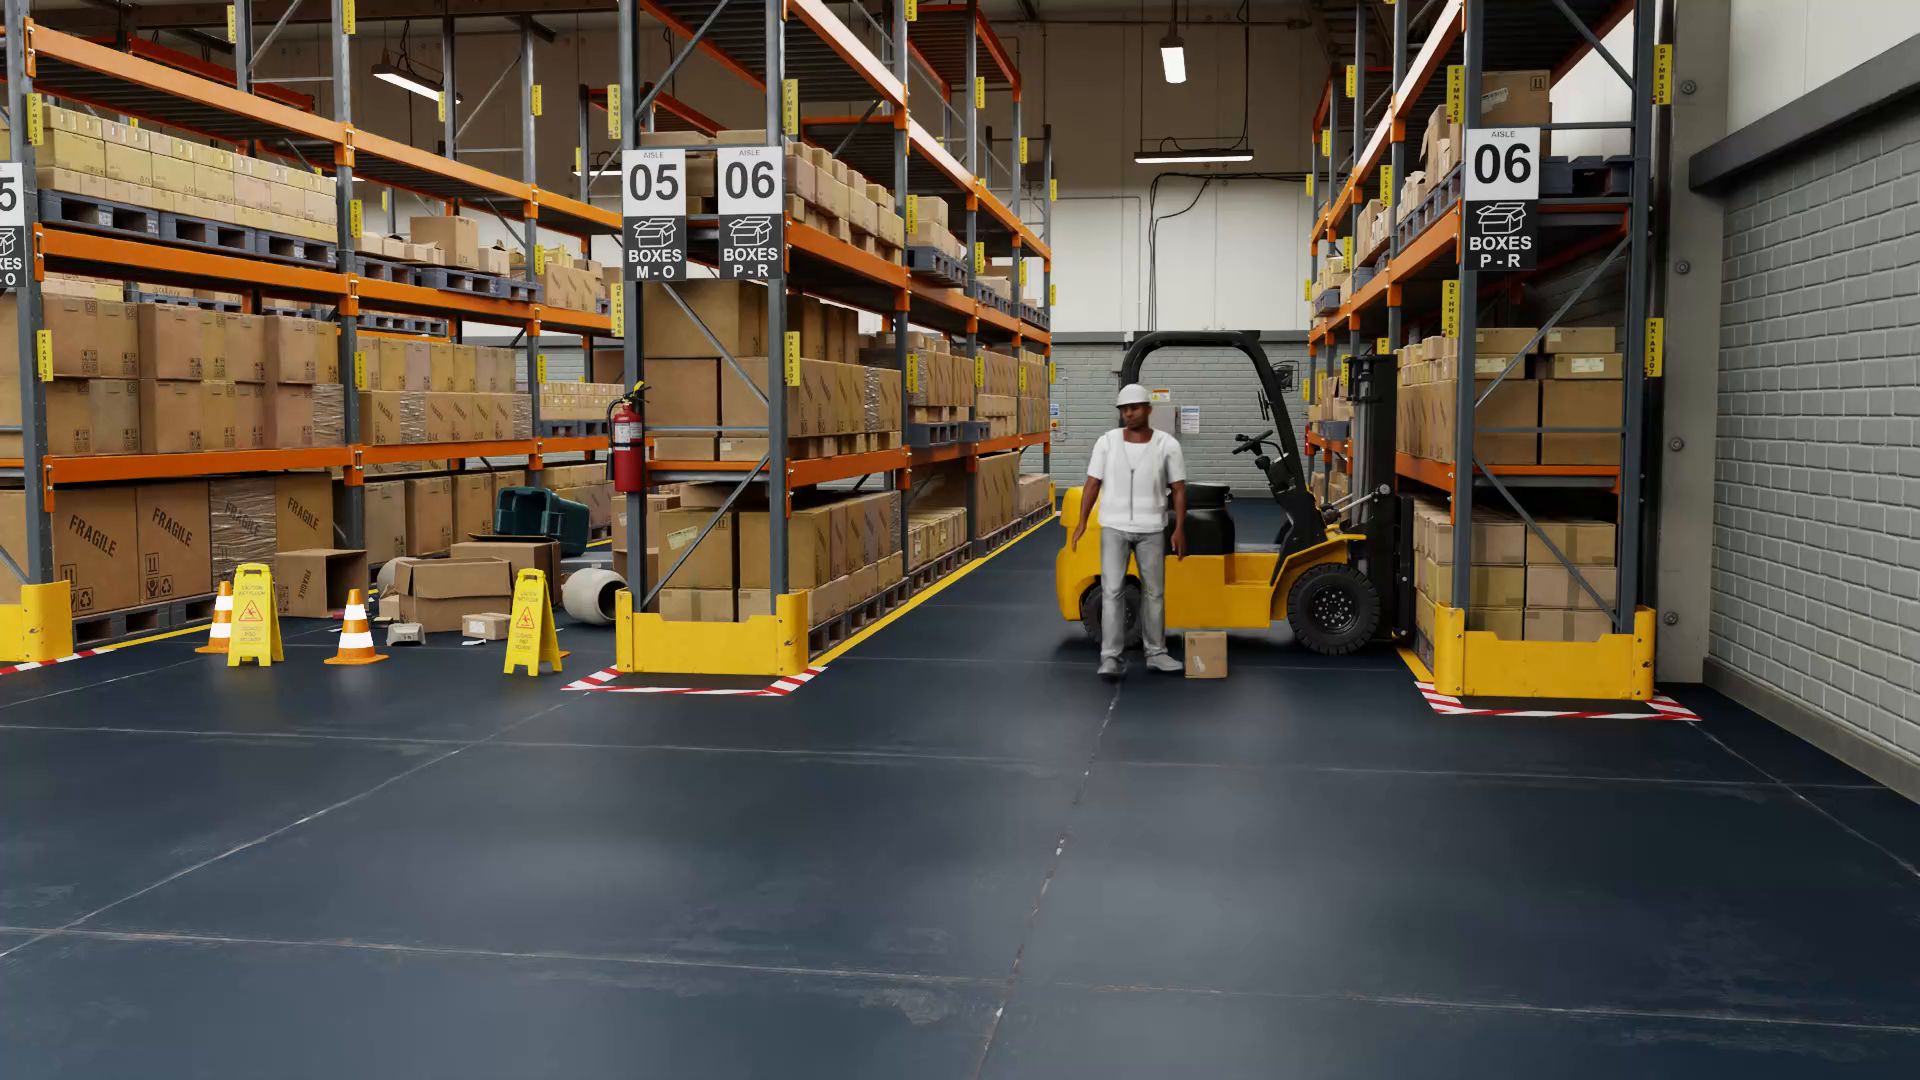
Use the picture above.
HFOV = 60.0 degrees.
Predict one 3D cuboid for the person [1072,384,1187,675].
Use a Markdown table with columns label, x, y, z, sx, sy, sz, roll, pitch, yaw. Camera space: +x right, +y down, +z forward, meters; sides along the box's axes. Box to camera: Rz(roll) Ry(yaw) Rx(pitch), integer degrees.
| label | x | y | z | sx | sy | sz | roll | pitch | yaw |
| --- | --- | --- | --- | --- | --- | --- | --- | --- | --- |
| person | 1.029 | -0.061 | 10.091 | 0.699 | 1.767 | 0.577 | 1 | 4 | 8 |
